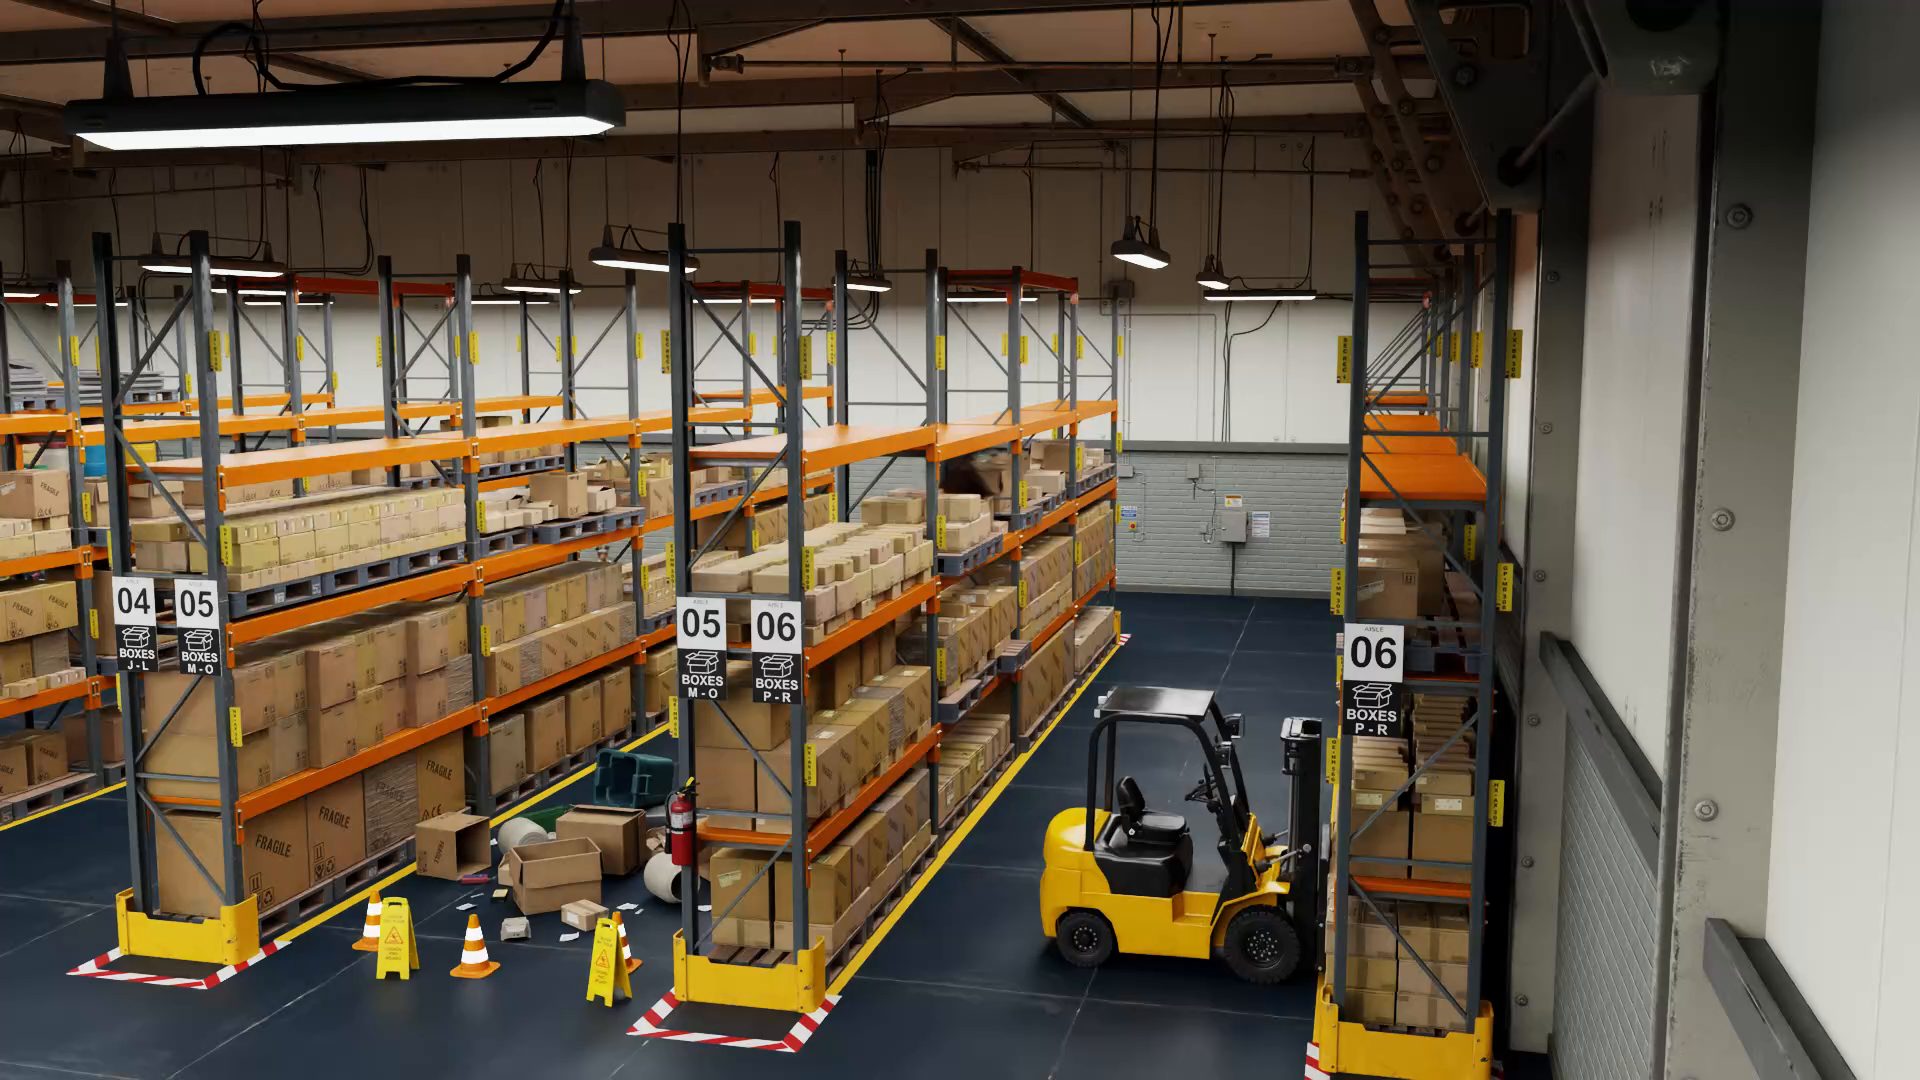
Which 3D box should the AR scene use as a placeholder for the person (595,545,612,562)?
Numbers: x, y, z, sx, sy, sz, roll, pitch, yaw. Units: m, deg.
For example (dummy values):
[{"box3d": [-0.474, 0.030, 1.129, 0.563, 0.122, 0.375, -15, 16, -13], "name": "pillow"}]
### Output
[{"box3d": [-5.955, 0.934, 27.974, 0.374, 1.725, 0.509, 4, 8, 29], "name": "person"}]
